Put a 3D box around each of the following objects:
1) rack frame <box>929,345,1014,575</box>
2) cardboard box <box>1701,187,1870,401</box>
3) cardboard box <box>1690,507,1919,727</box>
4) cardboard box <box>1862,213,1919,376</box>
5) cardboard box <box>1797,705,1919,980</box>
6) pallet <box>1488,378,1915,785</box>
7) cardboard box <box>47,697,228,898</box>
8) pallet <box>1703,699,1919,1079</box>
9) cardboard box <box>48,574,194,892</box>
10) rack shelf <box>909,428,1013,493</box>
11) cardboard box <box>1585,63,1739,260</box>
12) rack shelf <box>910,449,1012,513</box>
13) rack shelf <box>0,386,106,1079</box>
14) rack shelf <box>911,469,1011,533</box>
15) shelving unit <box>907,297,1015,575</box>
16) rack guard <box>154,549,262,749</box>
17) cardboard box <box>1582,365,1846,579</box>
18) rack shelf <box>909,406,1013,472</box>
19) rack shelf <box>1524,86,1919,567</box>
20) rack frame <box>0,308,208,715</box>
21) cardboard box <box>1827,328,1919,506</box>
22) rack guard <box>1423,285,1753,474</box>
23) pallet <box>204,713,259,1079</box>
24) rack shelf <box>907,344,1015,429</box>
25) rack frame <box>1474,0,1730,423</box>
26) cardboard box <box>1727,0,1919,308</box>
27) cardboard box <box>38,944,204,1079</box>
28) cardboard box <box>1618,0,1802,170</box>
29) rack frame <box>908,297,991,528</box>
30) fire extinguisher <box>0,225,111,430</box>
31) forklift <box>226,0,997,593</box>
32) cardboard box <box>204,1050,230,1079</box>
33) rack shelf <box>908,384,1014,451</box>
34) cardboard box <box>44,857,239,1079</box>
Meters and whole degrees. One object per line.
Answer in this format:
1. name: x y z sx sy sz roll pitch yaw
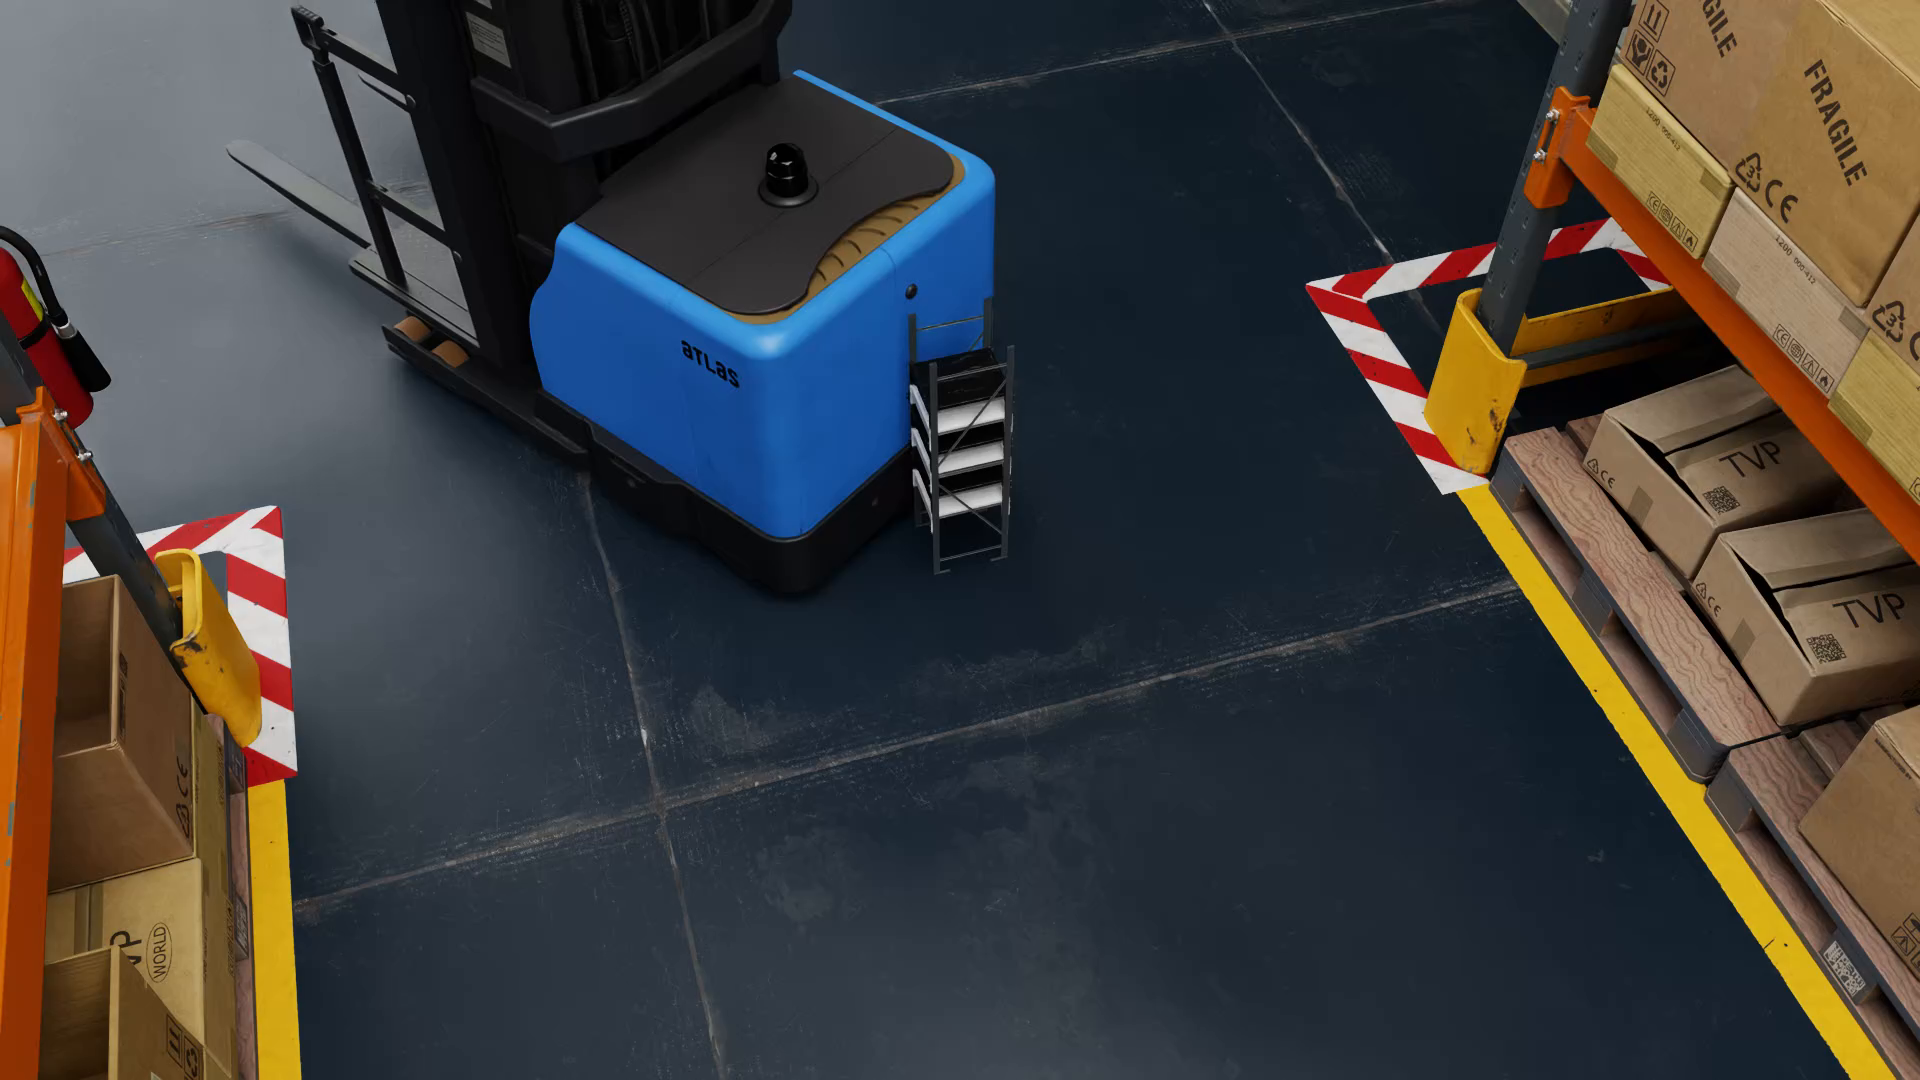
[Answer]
1. rack frame: 0.032 -0.210 4.838 0.240 0.900 0.006 -13 51 -11
2. cardboard box: 2.141 -0.635 3.909 0.500 0.250 0.500 -15 51 -12
3. cardboard box: 2.420 0.185 4.603 0.500 0.311 0.500 -10 51 -8
4. cardboard box: 2.270 -0.523 3.323 0.500 0.500 0.500 -15 51 -12
5. cardboard box: 2.589 0.672 4.069 0.700 0.500 0.500 -16 52 -13
6. pallet: 2.362 0.074 5.049 1.003 0.211 1.213 -13 51 -11
7. cardboard box: -2.157 0.717 4.207 0.500 0.250 0.500 -13 51 -11
8. pallet: 2.719 0.964 4.300 1.003 0.211 1.213 -13 51 -11
9. cardboard box: -2.155 0.475 3.921 0.500 0.500 0.500 -13 51 -11
10. rack shelf: 0.002 -0.263 4.926 0.258 0.077 0.200 -13 51 -11
11. cardboard box: 1.974 -1.011 4.226 0.500 0.250 0.500 -15 51 -12
12. rack shelf: 0.002 -0.205 4.995 0.258 0.077 0.200 -13 51 -11
13. rack shelf: -2.007 1.334 2.634 1.077 0.370 4.000 -13 51 -11
14. rack shelf: 0.002 -0.147 5.064 0.258 0.077 0.200 -13 51 -11
15. shelving unit: 0.002 -0.284 4.901 0.258 0.900 0.210 -13 51 -11
16. rack guard: -2.605 0.429 4.561 1.175 0.500 0.348 -13 51 -11
17. cardboard box: 2.251 -0.231 4.954 0.500 0.311 0.500 -19 52 -15
18. rack shelf: 0.002 -0.321 4.858 0.258 0.077 0.200 -13 51 -11
19. rack shelf: 2.724 0.211 3.581 1.077 0.370 4.000 -13 51 -11
20. rack frame: -2.598 -0.359 3.590 1.000 3.000 0.127 -13 51 -11
21. cardboard box: 2.286 -0.262 3.594 0.500 0.250 0.500 -14 51 -12
22. rack guard: 2.155 -0.620 5.446 1.175 0.500 0.348 -13 51 -11
23. pallet: -2.332 1.089 4.194 1.003 0.211 1.213 -13 51 -11
24. rack shelf: 0.002 -0.437 4.720 0.258 0.077 0.200 -13 51 -11
25. rack frame: 2.133 -1.481 4.537 1.000 3.000 0.127 -13 51 -11
26. cardboard box: 2.124 -0.901 3.643 0.500 0.500 0.500 -13 51 -11
27. cardboard box: -1.846 1.202 3.308 0.500 0.500 0.500 -13 51 -11
28. cardboard box: 1.987 -1.265 3.949 0.500 0.500 0.500 -13 51 -11
29. rack frame: -0.028 -0.358 4.964 0.240 0.900 0.006 -13 51 -11
30. fire extinguisher: -2.189 -0.525 3.781 0.296 0.674 0.183 -13 51 -11
31. forklift: -1.348 -1.742 4.801 3.031 2.935 1.130 32 57 24
32. cardboard box: -1.848 1.444 3.594 0.500 0.250 0.500 -13 51 -11
33. rack shelf: 0.002 -0.379 4.789 0.258 0.077 0.200 -13 51 -11
34. cardboard box: -1.998 1.080 3.902 0.500 0.250 0.500 -13 51 -11
